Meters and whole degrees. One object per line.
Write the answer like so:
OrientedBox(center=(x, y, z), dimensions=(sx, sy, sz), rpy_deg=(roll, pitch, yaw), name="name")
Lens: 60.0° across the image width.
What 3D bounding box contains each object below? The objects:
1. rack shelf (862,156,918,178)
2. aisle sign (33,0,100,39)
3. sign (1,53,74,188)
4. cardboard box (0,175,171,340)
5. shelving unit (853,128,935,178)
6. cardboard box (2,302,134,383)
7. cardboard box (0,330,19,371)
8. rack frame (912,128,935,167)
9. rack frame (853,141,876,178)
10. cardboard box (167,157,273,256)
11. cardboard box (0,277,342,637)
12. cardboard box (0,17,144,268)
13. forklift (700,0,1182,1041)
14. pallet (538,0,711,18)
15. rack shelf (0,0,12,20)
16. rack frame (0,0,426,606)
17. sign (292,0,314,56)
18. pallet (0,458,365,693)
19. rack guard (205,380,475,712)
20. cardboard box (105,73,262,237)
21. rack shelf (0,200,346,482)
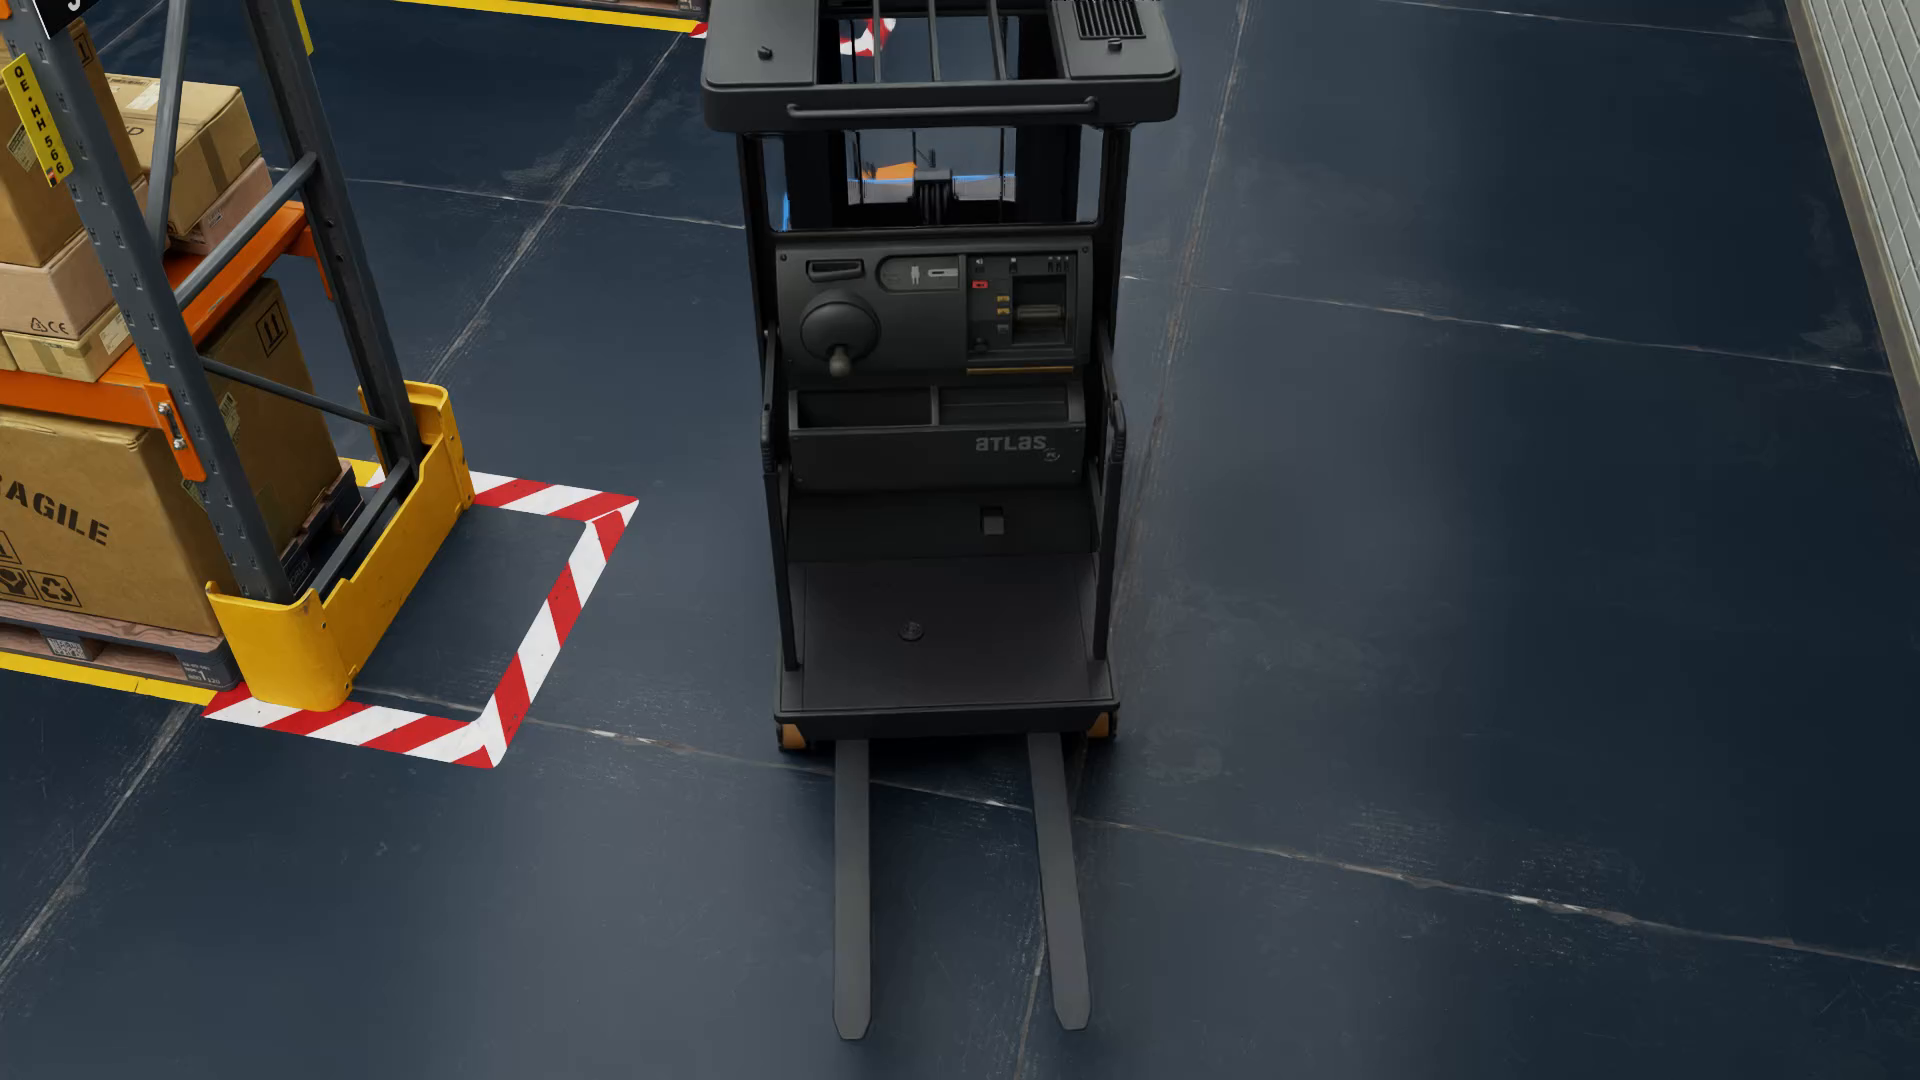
OrientedBox(center=(-0.245, -1.300, 6.442), dimensions=(0.240, 0.259, 0.215), rpy_deg=(-18, 44, -18), name="rack shelf")
OrientedBox(center=(-2.174, -1.636, 3.912), dimensions=(0.004, 0.787, 0.394), rpy_deg=(9, 45, 9), name="aisle sign")
OrientedBox(center=(-2.310, -1.051, 4.173), dimensions=(0.005, 0.325, 0.100), rpy_deg=(9, 45, 9), name="sign")
OrientedBox(center=(-2.709, -0.860, 4.874), dimensions=(0.500, 0.250, 0.500), rpy_deg=(8, 45, 8), name="cardboard box")
OrientedBox(center=(-0.239, -1.095, 6.622), dimensions=(0.252, 1.050, 0.215), rpy_deg=(-18, 44, -18), name="shelving unit")
OrientedBox(center=(-2.598, -0.654, 4.947), dimensions=(0.250, 0.149, 0.380), rpy_deg=(10, 45, 10), name="cardboard box")
OrientedBox(center=(-2.852, -0.692, 4.987), dimensions=(0.250, 0.149, 0.380), rpy_deg=(9, 45, 9), name="cardboard box")
OrientedBox(center=(-0.129, -1.131, 6.660), dimensions=(0.008, 1.050, 0.200), rpy_deg=(-18, 44, -18), name="rack frame")
OrientedBox(center=(-0.349, -1.059, 6.584), dimensions=(0.008, 1.050, 0.200), rpy_deg=(-18, 44, -18), name="rack frame")
OrientedBox(center=(-2.453, -1.100, 5.411), dimensions=(0.250, 0.149, 0.380), rpy_deg=(9, 45, 10), name="cardboard box")
OrientedBox(center=(-2.820, -0.342, 5.671), dimensions=(0.875, 0.875, 0.875), rpy_deg=(9, 45, 9), name="cardboard box")
OrientedBox(center=(-2.711, -1.132, 4.616), dimensions=(0.500, 0.500, 0.500), rpy_deg=(9, 45, 10), name="cardboard box")
OrientedBox(center=(-0.060, -0.597, 4.756), dimensions=(1.130, 2.935, 3.031), rpy_deg=(-2, 44, -2), name="forklift")
OrientedBox(center=(-1.893, -3.412, 9.642), dimensions=(1.213, 0.211, 1.003), rpy_deg=(9, 45, 9), name="pallet")
OrientedBox(center=(-4.130, -2.038, 4.560), dimensions=(4.000, 0.370, 1.077), rpy_deg=(9, 45, 9), name="rack shelf")
OrientedBox(center=(-2.178, -0.913, 5.036), dimensions=(0.127, 3.000, 1.000), rpy_deg=(9, 45, 9), name="rack frame")
OrientedBox(center=(-2.051, -1.628, 5.097), dimensions=(0.005, 0.325, 0.100), rpy_deg=(9, 45, 9), name="sign")
OrientedBox(center=(-2.976, 0.023, 6.074), dimensions=(1.213, 0.211, 1.003), rpy_deg=(9, 45, 9), name="pallet")
OrientedBox(center=(-2.155, -0.009, 5.899), dimensions=(0.348, 0.500, 1.175), rpy_deg=(9, 45, 9), name="rack guard")
OrientedBox(center=(-2.588, -1.222, 5.250), dimensions=(0.500, 0.250, 0.500), rpy_deg=(8, 44, 8), name="cardboard box")
OrientedBox(center=(-4.130, -0.957, 5.600), dimensions=(4.000, 0.370, 1.077), rpy_deg=(9, 45, 9), name="rack shelf")
